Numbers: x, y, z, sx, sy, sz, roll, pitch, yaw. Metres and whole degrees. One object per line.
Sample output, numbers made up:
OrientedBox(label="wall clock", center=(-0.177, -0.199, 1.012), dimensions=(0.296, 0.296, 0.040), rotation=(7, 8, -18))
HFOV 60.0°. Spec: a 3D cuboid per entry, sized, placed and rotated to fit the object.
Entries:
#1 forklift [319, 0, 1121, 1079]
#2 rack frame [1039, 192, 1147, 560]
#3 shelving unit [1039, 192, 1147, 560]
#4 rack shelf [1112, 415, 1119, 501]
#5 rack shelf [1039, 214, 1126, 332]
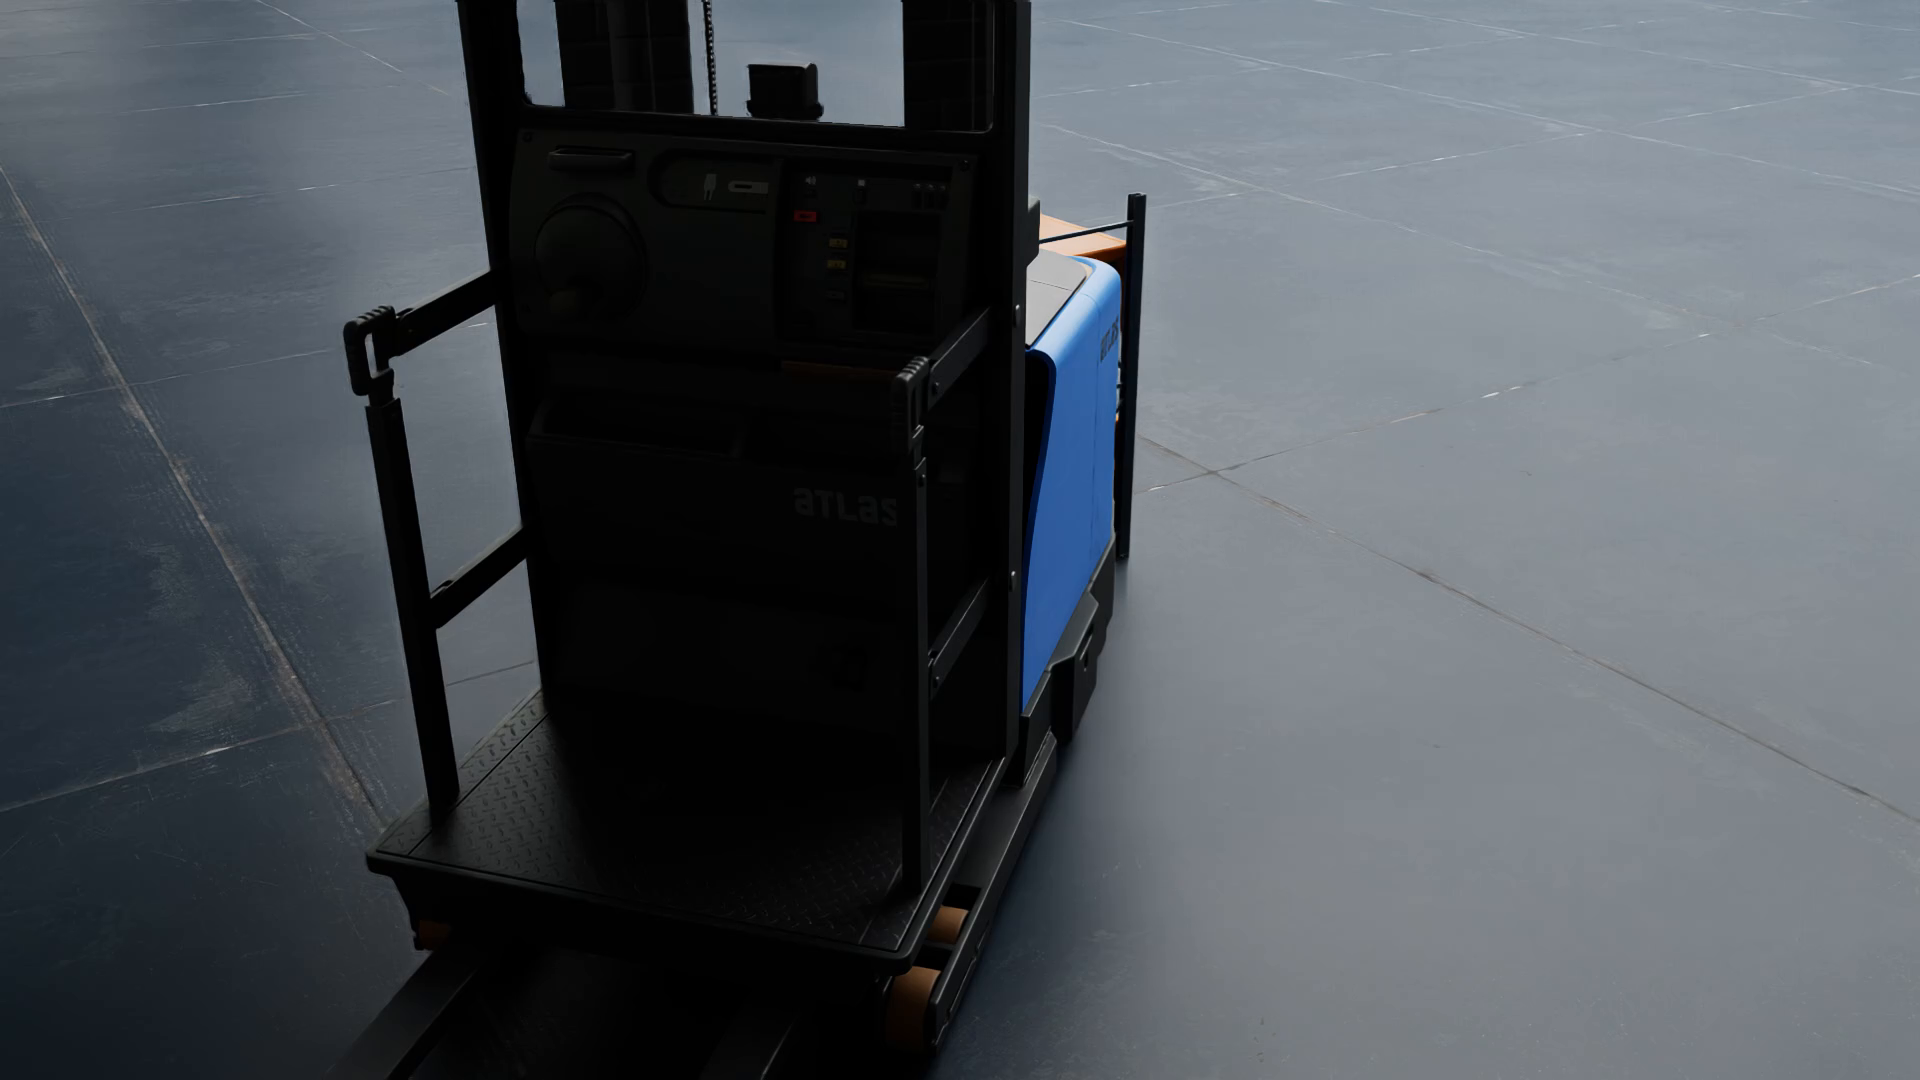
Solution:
OrientedBox(label="forklift", center=(-0.480, -0.534, 2.949), dimensions=(1.130, 2.935, 3.031), rotation=(7, 26, 15))
OrientedBox(label="rack frame", center=(0.315, -0.404, 4.788), dimensions=(0.500, 1.125, 0.032), rotation=(-18, 30, -33))
OrientedBox(label="shelving unit", center=(0.012, -0.578, 5.156), dimensions=(0.538, 1.125, 1.048), rotation=(-18, 30, -33))
OrientedBox(label="rack shelf", center=(0.012, -0.357, 5.261), dimensions=(0.538, 0.278, 1.000), rotation=(-18, 30, -33))
OrientedBox(label="rack shelf", center=(0.012, -0.843, 5.032), dimensions=(0.538, 0.278, 1.000), rotation=(-18, 30, -33))
